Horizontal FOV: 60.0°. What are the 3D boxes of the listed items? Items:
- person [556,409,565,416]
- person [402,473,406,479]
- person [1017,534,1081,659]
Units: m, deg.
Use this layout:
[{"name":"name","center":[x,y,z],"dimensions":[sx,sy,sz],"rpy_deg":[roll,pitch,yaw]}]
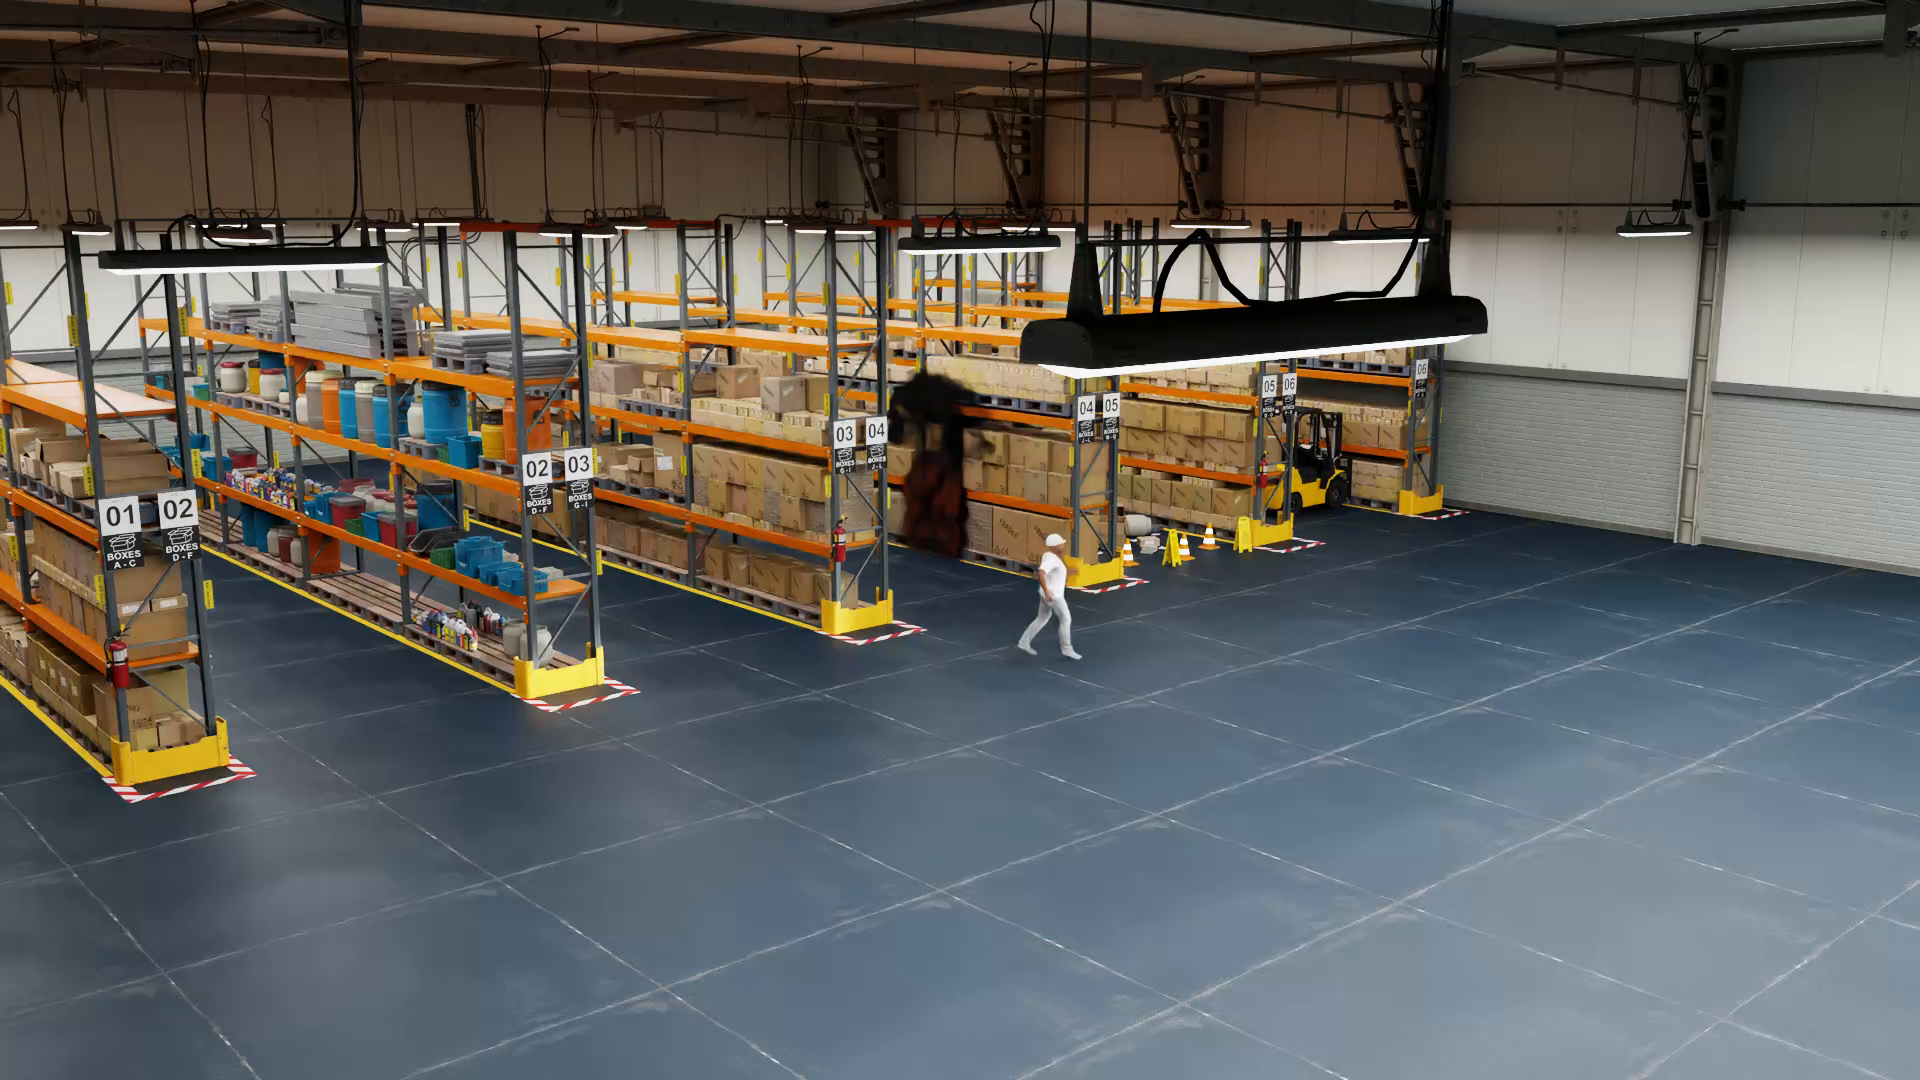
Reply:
[{"name":"person","center":[-9.538,-2.349,39.686],"dimensions":[0.585,1.562,0.615],"rpy_deg":[2,12,10]},{"name":"person","center":[-12.472,-2.068,37.859],"dimensions":[0.555,1.698,0.664],"rpy_deg":[-5,12,-23]},{"name":"person","center":[1.264,0.803,23.325],"dimensions":[0.912,1.800,0.683],"rpy_deg":[-3,12,-13]}]
